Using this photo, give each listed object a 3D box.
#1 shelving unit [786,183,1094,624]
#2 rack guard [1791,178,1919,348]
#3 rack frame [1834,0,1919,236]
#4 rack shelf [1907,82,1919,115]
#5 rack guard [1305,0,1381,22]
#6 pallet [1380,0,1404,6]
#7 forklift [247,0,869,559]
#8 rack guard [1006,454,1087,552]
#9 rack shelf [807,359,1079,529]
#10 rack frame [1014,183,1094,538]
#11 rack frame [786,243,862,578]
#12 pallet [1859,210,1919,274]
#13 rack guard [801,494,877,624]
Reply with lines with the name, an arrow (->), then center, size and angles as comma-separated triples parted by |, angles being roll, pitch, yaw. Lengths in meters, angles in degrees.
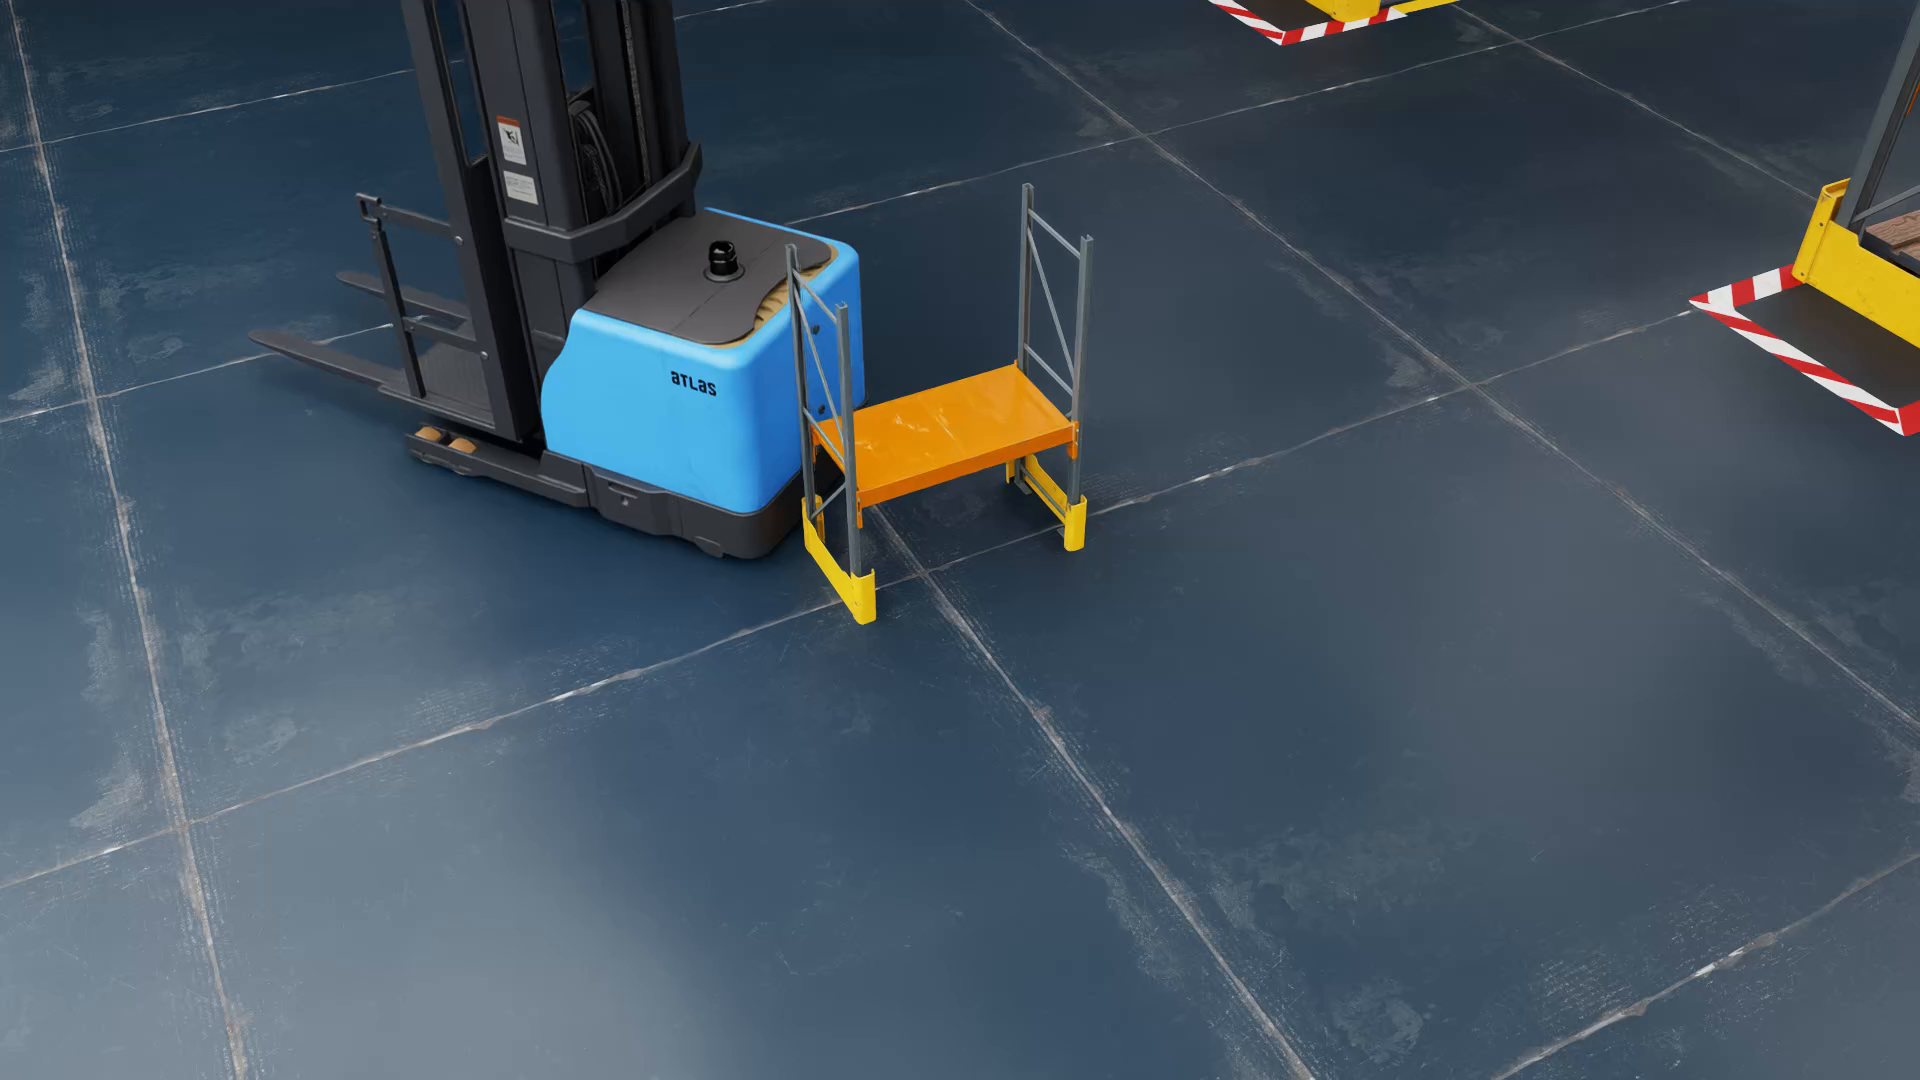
shelving unit -> -0.068, -0.550, 6.739 | 1.083, 1.500, 0.587 | -19, 44, -21
rack guard -> 4.869, -1.349, 8.456 | 0.348, 0.500, 1.175 | -19, 44, -21
rack frame -> 4.823, -2.253, 7.590 | 0.127, 3.000, 1.000 | -19, 44, -21
rack shelf -> 6.597, -2.575, 8.528 | 4.000, 0.370, 1.077 | -19, 44, -21
rack guard -> 2.517, -4.131, 11.744 | 0.348, 0.500, 1.175 | -19, 44, -21
pallet -> 3.197, -4.281, 12.143 | 1.213, 0.211, 1.003 | -19, 44, -21
forklift -> -1.968, -1.701, 6.991 | 3.031, 2.935, 1.130 | 18, 43, 20
rack guard -> 0.374, -0.221, 7.318 | 0.087, 0.250, 0.587 | -19, 44, -21
rack shelf -> -0.076, -0.410, 6.852 | 1.000, 0.185, 0.538 | -19, 44, -21
rack frame -> 0.375, -0.699, 6.915 | 0.032, 1.500, 0.500 | -19, 44, -21
rack frame -> -0.527, -0.395, 6.556 | 0.032, 1.500, 0.500 | -19, 44, -21
pallet -> 5.592, -1.478, 8.832 | 1.213, 0.211, 1.003 | -19, 44, -21
rack guard -> -0.509, 0.076, 6.967 | 0.087, 0.250, 0.587 | -19, 44, -21
